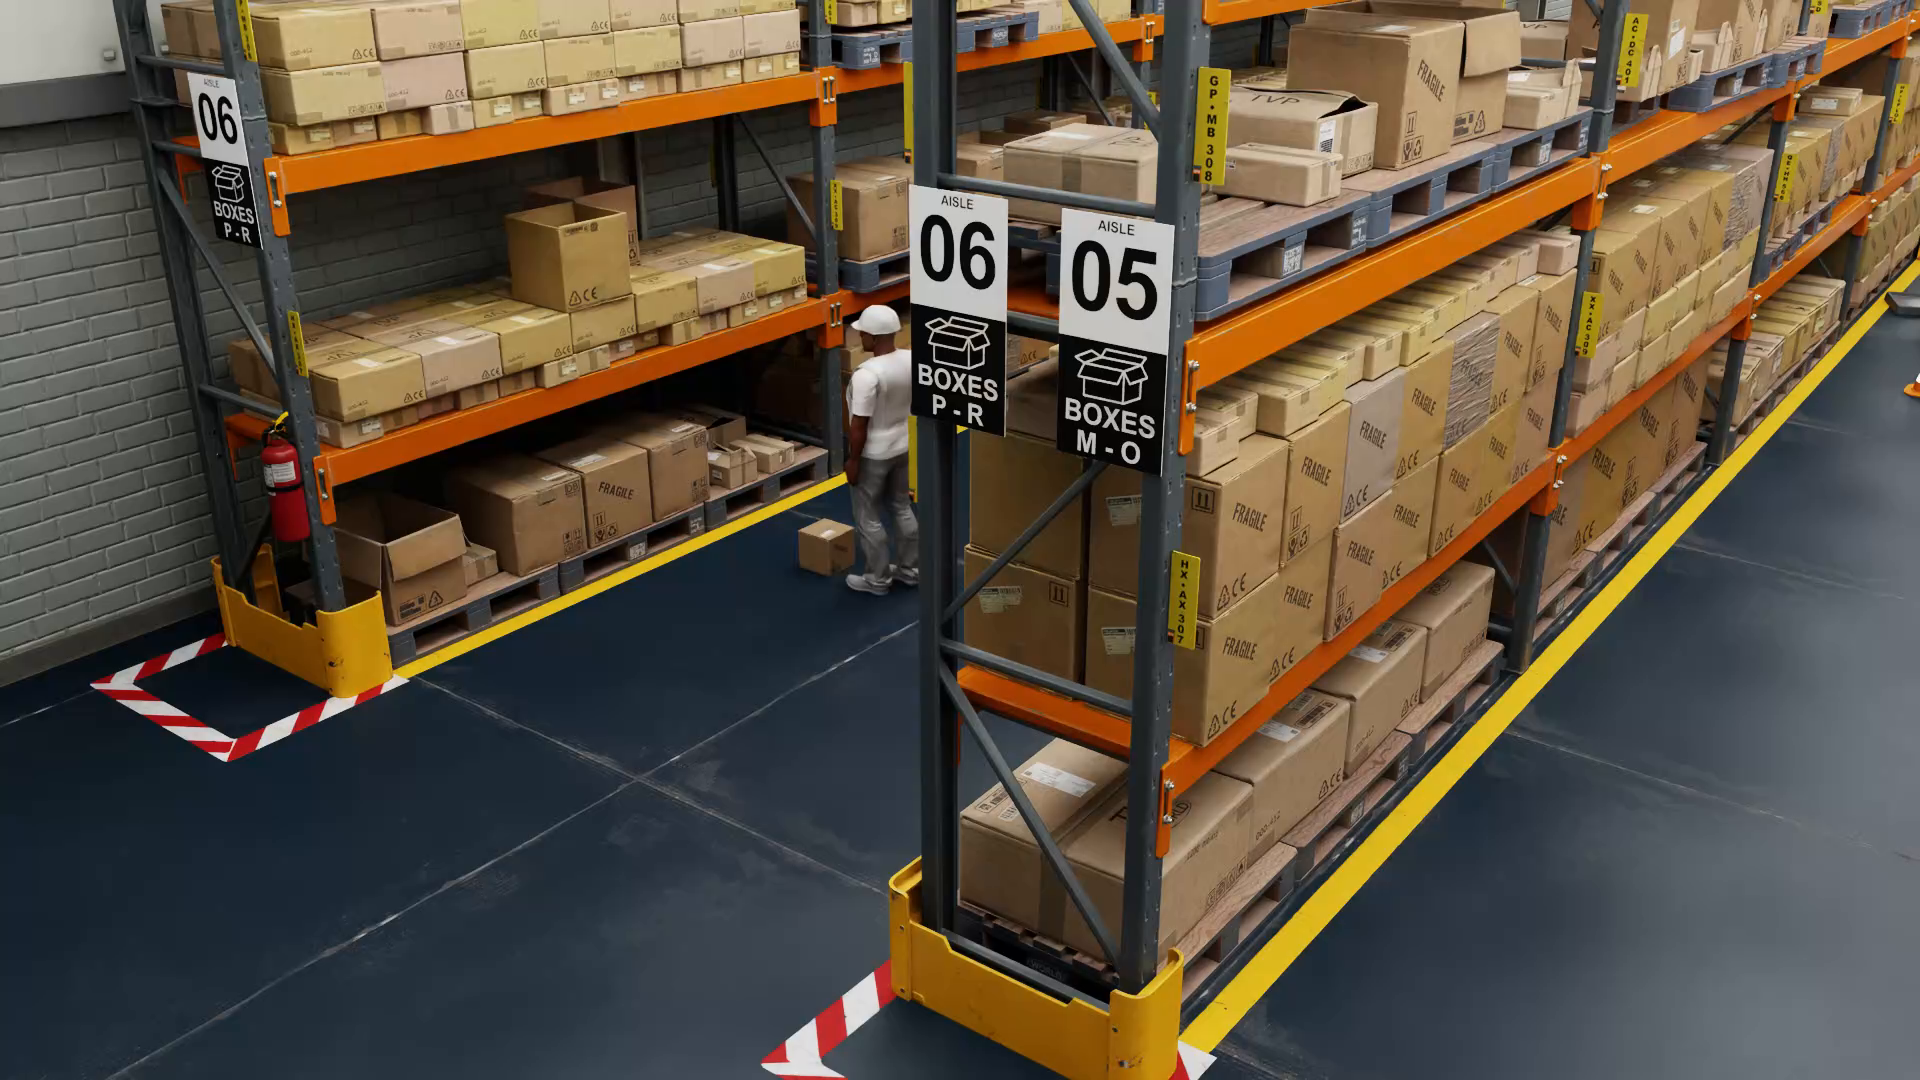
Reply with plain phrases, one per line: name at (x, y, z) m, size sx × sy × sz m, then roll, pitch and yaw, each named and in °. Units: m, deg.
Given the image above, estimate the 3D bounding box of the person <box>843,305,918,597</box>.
person at (-0.471, -0.529, 9.800) m, size 0.376 × 1.764 × 0.565 m, roll 17°, pitch 29°, yaw 35°
